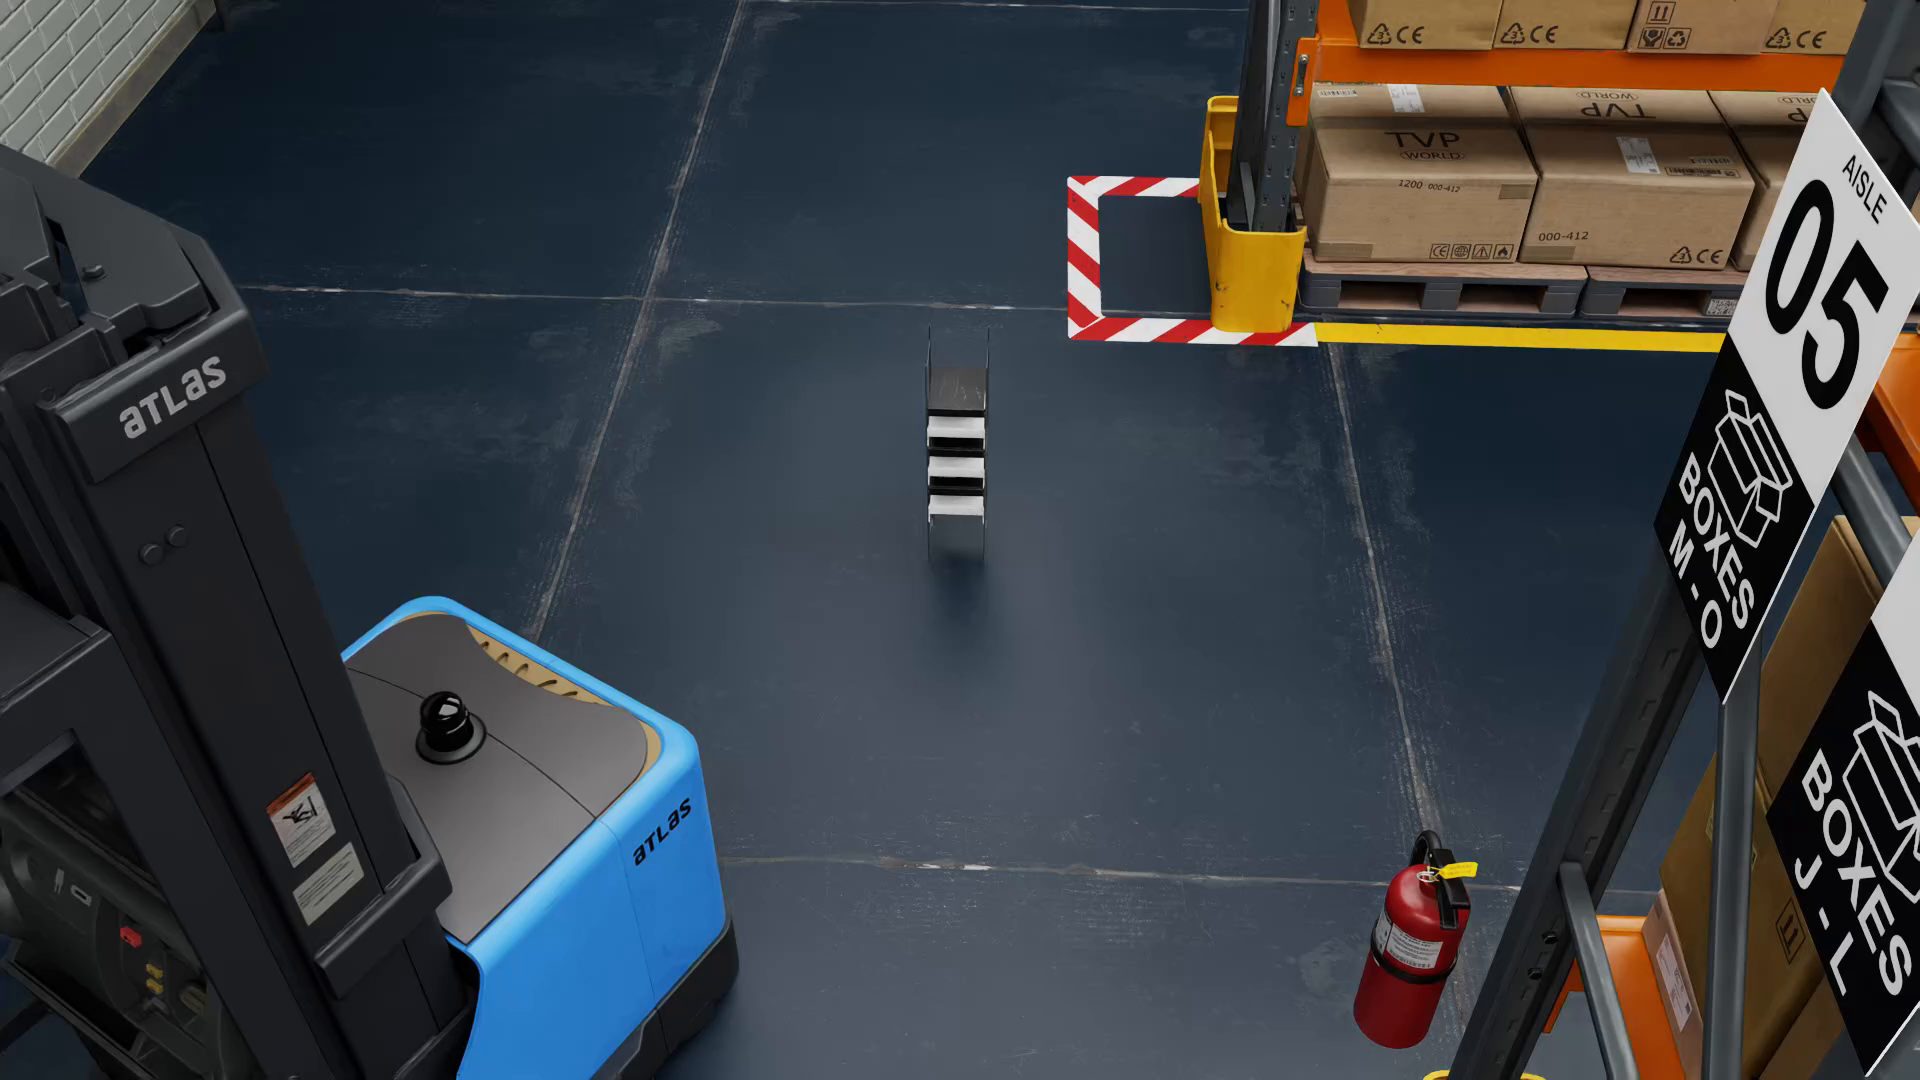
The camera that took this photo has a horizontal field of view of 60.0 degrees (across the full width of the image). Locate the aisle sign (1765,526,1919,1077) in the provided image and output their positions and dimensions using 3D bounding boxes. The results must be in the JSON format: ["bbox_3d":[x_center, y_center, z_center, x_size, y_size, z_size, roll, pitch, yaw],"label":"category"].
[{"bbox_3d":[1.110,0.230,1.896,0.004,0.787,0.394,2,43,2],"label":"aisle sign"}]

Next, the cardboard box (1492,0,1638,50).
[{"bbox_3d":[2.292,-2.225,6.364,0.500,0.500,0.500,1,43,1],"label":"cardboard box"}]

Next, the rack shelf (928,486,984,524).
[{"bbox_3d":[-0.008,-0.173,6.089,0.200,0.077,0.258,2,43,2],"label":"rack shelf"}]

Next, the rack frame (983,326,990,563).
[{"bbox_3d":[0.093,-0.326,5.940,0.006,0.900,0.240,2,43,2],"label":"rack frame"}]

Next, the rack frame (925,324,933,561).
[{"bbox_3d":[-0.110,-0.333,5.947,0.006,0.900,0.240,2,43,2],"label":"rack frame"}]

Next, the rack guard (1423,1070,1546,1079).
[{"bbox_3d":[1.273,1.896,3.848,0.348,0.500,1.175,2,43,2],"label":"rack guard"}]

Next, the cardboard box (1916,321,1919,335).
[{"bbox_3d":[1.663,-0.230,2.206,0.500,0.250,0.500,1,43,1],"label":"cardboard box"}]

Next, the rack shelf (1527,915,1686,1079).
[{"bbox_3d":[3.195,1.304,3.178,4.000,0.370,1.077,2,43,2],"label":"rack shelf"}]

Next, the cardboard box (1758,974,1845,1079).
[{"bbox_3d":[1.633,1.035,2.646,0.500,0.500,0.500,4,43,4],"label":"cardboard box"}]

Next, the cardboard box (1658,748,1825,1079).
[{"bbox_3d":[1.657,0.672,3.036,0.500,0.500,0.500,3,43,3],"label":"cardboard box"}]

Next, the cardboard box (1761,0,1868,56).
[{"bbox_3d":[3.300,-2.193,6.330,0.500,0.500,0.500,3,43,3],"label":"cardboard box"}]

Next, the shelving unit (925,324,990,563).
[{"bbox_3d":[-0.008,-0.330,5.944,0.210,0.900,0.258,2,43,2],"label":"shelving unit"}]

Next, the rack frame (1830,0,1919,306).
[{"bbox_3d":[1.197,-1.216,0.954,0.127,3.000,1.000,2,43,2],"label":"rack frame"}]

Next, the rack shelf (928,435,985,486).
[{"bbox_3d":[-0.008,-0.305,5.966,0.200,0.077,0.258,2,43,2],"label":"rack shelf"}]

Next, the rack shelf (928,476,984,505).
[{"bbox_3d":[-0.008,-0.239,6.028,0.200,0.077,0.258,2,43,2],"label":"rack shelf"}]

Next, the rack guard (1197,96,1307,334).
[{"bbox_3d":[1.295,-1.481,7.473,0.348,0.500,1.175,2,43,2],"label":"rack guard"}]

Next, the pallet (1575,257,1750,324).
[{"bbox_3d":[3.336,-1.364,7.559,1.213,0.211,1.003,2,43,2],"label":"pallet"}]

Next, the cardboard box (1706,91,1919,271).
[{"bbox_3d":[3.798,-1.608,7.347,0.875,0.438,0.875,1,43,1],"label":"cardboard box"}]

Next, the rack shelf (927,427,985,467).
[{"bbox_3d":[-0.008,-0.371,5.905,0.200,0.077,0.258,2,43,2],"label":"rack shelf"}]

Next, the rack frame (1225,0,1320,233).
[{"bbox_3d":[1.319,-2.395,6.620,0.127,3.000,1.000,2,43,2],"label":"rack frame"}]

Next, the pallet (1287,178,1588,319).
[{"bbox_3d":[2.121,-1.403,7.602,1.213,0.211,1.003,2,43,2],"label":"pallet"}]

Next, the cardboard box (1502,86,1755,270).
[{"bbox_3d":[2.897,-1.636,7.378,0.875,0.438,0.875,3,43,3],"label":"cardboard box"}]

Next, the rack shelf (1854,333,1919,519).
[{"bbox_3d":[3.195,0.206,2.155,4.000,0.370,1.077,2,43,2],"label":"rack shelf"}]

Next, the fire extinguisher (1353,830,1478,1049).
[{"bbox_3d":[0.966,0.822,3.498,0.183,0.674,0.296,2,43,2],"label":"fire extinguisher"}]

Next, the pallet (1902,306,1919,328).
[{"bbox_3d":[4.558,-1.328,7.521,1.213,0.211,1.003,2,43,2],"label":"pallet"}]

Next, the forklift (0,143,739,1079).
[{"bbox_3d":[-1.871,0.860,3.176,1.130,2.935,3.031,24,48,24],"label":"forklift"}]

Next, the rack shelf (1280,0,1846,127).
[{"bbox_3d":[3.317,-2.070,6.799,4.000,0.370,1.077,2,43,2],"label":"rack shelf"}]

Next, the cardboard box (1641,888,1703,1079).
[{"bbox_3d":[1.535,0.888,3.280,0.250,0.149,0.380,2,43,2],"label":"cardboard box"}]

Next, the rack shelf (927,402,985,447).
[{"bbox_3d":[-0.008,-0.437,5.844,0.200,0.077,0.258,2,43,2],"label":"rack shelf"}]

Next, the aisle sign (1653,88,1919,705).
[{"bbox_3d":[1.137,-0.179,2.334,0.004,0.787,0.394,2,43,2],"label":"aisle sign"}]

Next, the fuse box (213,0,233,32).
[{"bbox_3d":[-4.075,-3.507,8.759,0.414,1.711,0.539,2,43,2],"label":"fuse box"}]

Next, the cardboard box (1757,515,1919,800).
[{"bbox_3d":[1.665,0.312,2.689,0.500,0.500,0.500,1,43,1],"label":"cardboard box"}]

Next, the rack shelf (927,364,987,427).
[{"bbox_3d":[-0.008,-0.503,5.782,0.200,0.077,0.258,2,43,2],"label":"rack shelf"}]

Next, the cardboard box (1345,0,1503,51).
[{"bbox_3d":[1.785,-2.221,6.360,0.500,0.500,0.500,1,43,2],"label":"cardboard box"}]

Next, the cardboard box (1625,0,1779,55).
[{"bbox_3d":[2.799,-2.197,6.334,0.500,0.500,0.500,2,43,2],"label":"cardboard box"}]

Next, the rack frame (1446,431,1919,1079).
[{"bbox_3d":[1.197,0.979,2.999,0.127,3.000,1.000,2,43,2],"label":"rack frame"}]

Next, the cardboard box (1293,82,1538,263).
[{"bbox_3d":[1.982,-1.659,7.402,0.875,0.438,0.875,0,43,0],"label":"cardboard box"}]
